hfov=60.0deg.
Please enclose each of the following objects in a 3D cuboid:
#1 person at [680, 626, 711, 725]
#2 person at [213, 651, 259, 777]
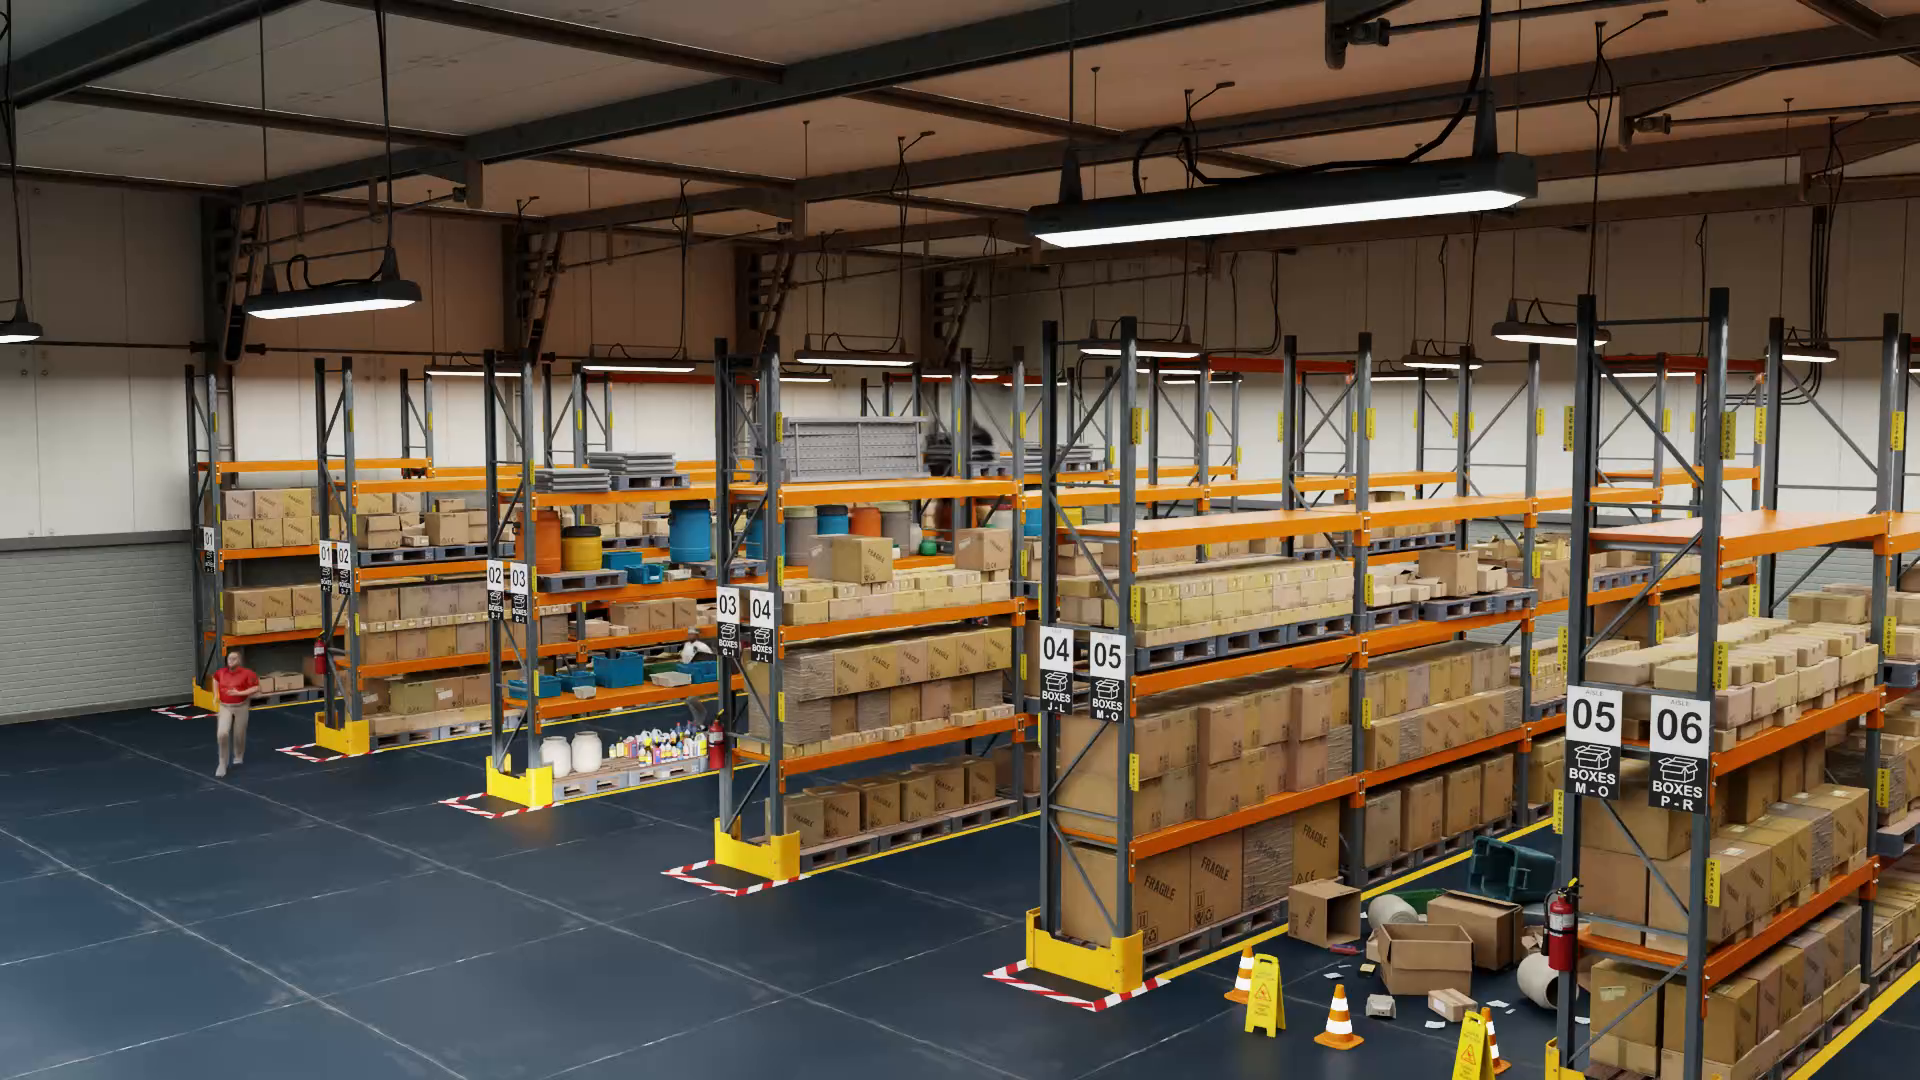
[{"bbox_3d":[-4.415,2.234,27.300,0.563,1.663,0.572,3,5,34],"label":"person"},{"bbox_3d":[-10.426,2.474,23.954,0.648,1.771,0.726,-1,5,-15],"label":"person"}]
